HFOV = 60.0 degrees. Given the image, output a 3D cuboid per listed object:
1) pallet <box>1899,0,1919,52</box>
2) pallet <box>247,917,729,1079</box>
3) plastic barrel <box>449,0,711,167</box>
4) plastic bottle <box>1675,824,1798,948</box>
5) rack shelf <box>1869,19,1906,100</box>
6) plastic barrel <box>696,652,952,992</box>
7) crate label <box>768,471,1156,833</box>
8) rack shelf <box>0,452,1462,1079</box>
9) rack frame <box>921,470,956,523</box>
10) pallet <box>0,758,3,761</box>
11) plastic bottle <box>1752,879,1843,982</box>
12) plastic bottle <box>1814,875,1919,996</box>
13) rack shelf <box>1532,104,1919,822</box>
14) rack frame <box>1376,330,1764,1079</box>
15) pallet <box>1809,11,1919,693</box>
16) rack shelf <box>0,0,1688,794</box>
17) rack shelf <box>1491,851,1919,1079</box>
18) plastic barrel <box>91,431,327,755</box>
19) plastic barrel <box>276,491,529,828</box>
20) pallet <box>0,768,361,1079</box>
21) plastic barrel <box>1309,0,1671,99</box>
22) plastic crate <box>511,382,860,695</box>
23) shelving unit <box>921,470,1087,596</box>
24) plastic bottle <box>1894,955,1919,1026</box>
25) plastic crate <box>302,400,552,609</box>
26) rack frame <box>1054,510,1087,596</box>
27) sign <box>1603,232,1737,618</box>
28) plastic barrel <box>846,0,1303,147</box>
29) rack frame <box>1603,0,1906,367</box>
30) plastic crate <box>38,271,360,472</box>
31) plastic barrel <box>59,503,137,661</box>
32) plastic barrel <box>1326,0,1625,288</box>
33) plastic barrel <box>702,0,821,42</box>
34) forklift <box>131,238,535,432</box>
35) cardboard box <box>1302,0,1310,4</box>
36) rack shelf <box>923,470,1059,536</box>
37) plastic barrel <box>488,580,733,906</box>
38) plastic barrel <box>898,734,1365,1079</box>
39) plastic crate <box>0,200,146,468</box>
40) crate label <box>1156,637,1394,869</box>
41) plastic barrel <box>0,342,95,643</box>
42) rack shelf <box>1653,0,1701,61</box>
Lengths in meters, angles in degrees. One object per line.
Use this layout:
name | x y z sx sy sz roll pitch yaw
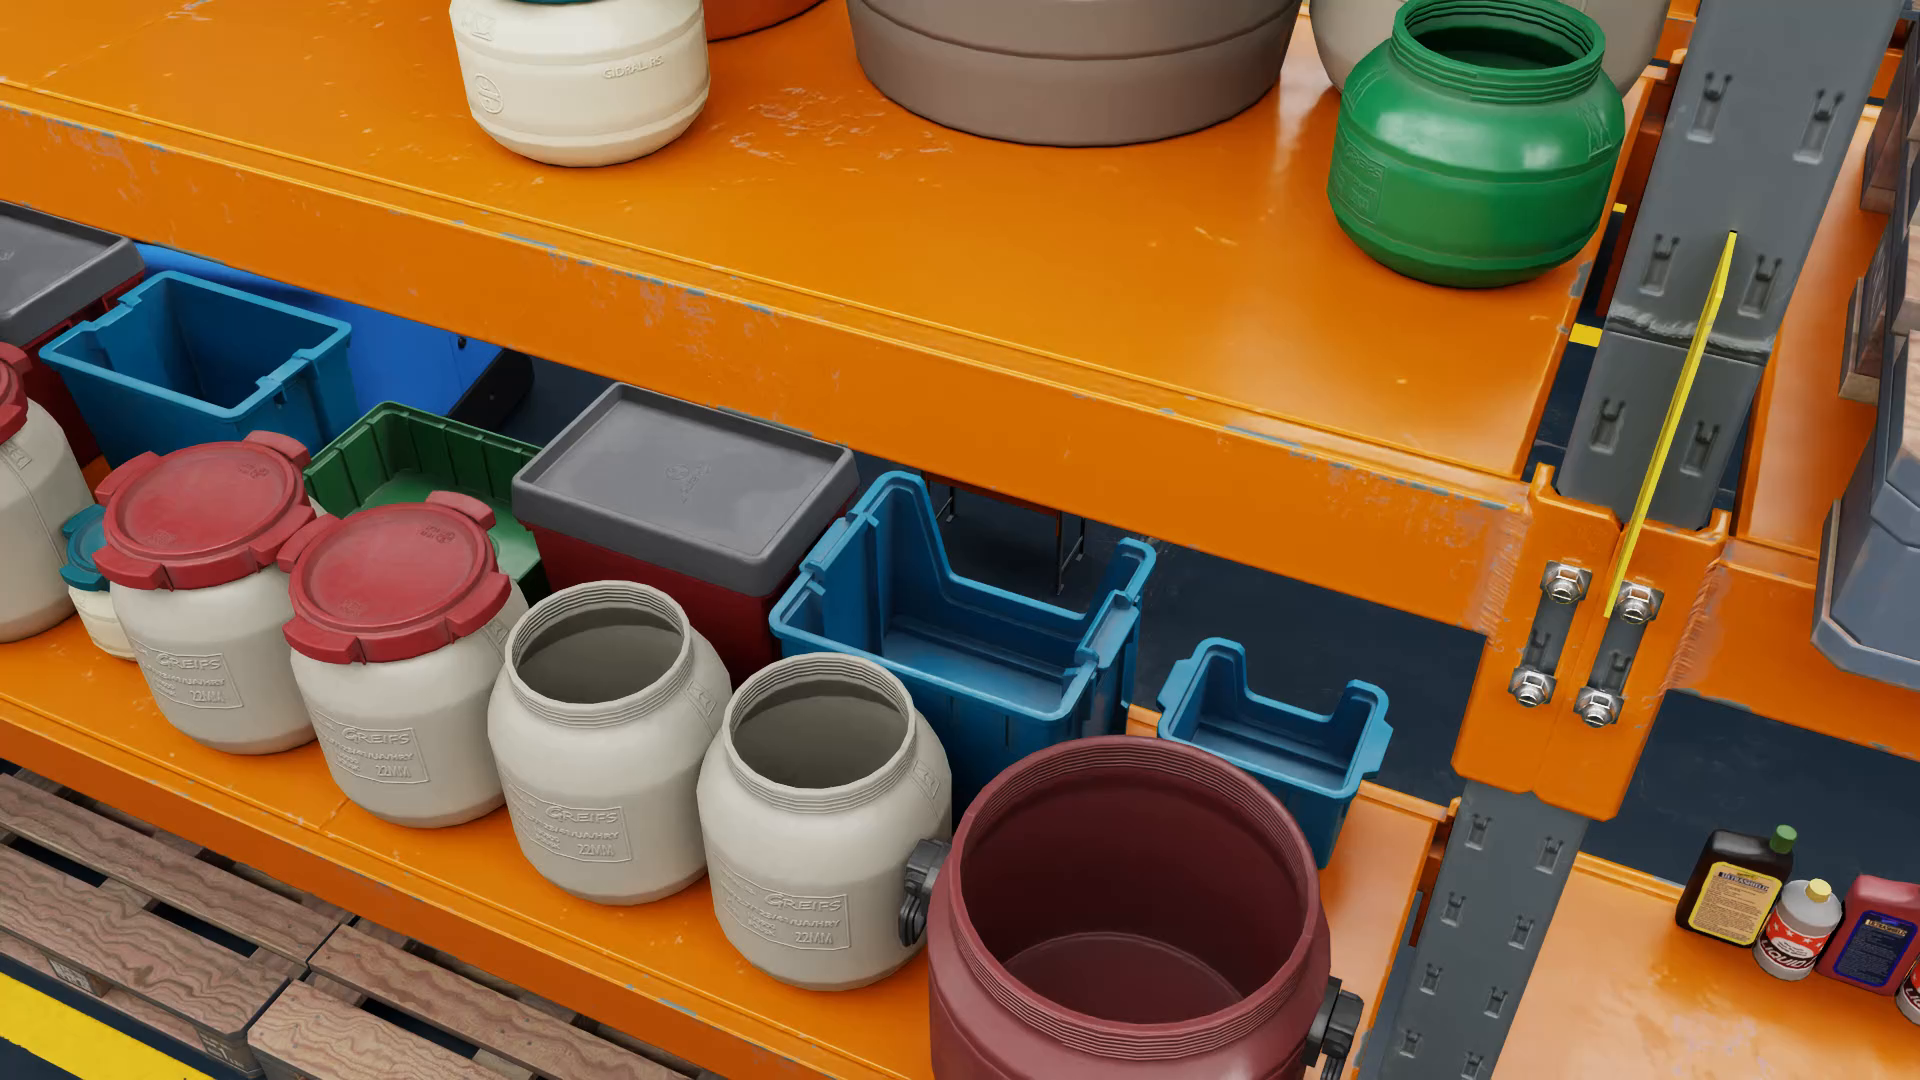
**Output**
pallet | 3.540 -2.039 5.959 1.003 0.211 1.213 17 44 19
pallet | -0.989 1.158 4.252 1.213 0.211 1.003 17 44 19
plastic barrel | -0.453 -0.614 1.983 0.301 0.262 0.301 0 41 0
plastic bottle | 1.345 0.584 2.875 0.133 0.283 0.061 17 44 19
rack shelf | 4.709 -1.432 5.662 4.000 0.370 1.077 17 44 19
plastic barrel | -0.224 0.481 2.820 0.421 0.512 0.421 0 41 0
crate label | 0.012 0.232 3.165 0.616 0.435 0.502 17 44 19
rack shelf | -1.014 0.399 3.549 4.000 0.370 1.077 17 44 19
rack frame | -0.071 -0.475 5.382 0.015 1.200 0.240 17 44 19
pallet | -3.418 0.416 5.109 1.213 0.211 1.003 17 44 19
plastic bottle | 1.442 0.658 2.853 0.097 0.201 0.097 0 41 0
plastic bottle | 1.554 0.648 2.802 0.133 0.283 0.061 17 44 19
rack shelf | 2.611 0.373 1.288 4.000 0.370 1.077 17 44 19
rack frame | 0.798 0.681 2.674 0.127 3.000 1.000 17 44 19
pallet | 1.450 -0.111 1.442 1.213 0.211 1.003 17 44 19
rack shelf | -1.014 -0.734 2.566 4.000 0.370 1.077 17 44 19
rack shelf | 2.611 1.507 2.271 4.000 0.370 1.077 17 44 19
plastic barrel | -1.387 0.120 3.217 0.433 0.535 0.433 0 41 0
plastic barrel | -0.995 0.240 3.079 0.433 0.535 0.433 0 41 0
pallet | -2.098 0.821 4.641 1.213 0.211 1.003 17 44 19
plastic barrel | 0.646 -0.763 1.964 0.421 0.512 0.421 0 41 0
plastic crate | -0.537 0.028 3.379 0.583 0.464 0.402 17 44 19
shelving unit | 0.150 -0.408 5.304 0.503 1.200 0.258 17 44 19
plastic bottle | 1.651 0.722 2.779 0.097 0.201 0.097 0 41 0
plastic crate | -1.129 -0.032 3.658 0.662 0.188 0.450 17 44 19
rack frame | 0.371 -0.340 5.226 0.015 1.200 0.240 17 44 19
sign | 0.572 -0.084 1.347 0.005 0.325 0.100 17 44 19
plastic barrel | 0.146 -0.998 1.938 0.600 0.901 0.600 0 41 0
rack frame | 0.798 -1.586 0.709 0.127 3.000 1.000 17 44 19
plastic crate | -1.695 -0.300 3.818 0.575 0.384 0.392 17 44 19
plastic barrel | -1.692 0.083 3.469 0.301 0.262 0.301 0 41 0
plastic barrel | 0.553 -0.432 1.786 0.294 0.245 0.294 0 41 0
plastic barrel | -0.447 -1.152 2.171 0.708 0.830 0.600 17 44 19
forklift | -3.198 -1.646 5.411 3.031 2.935 1.130 10 42 12
cardboard box | 1.605 -2.192 7.339 0.500 0.311 0.500 16 43 17
rack shelf | 0.150 -0.207 5.478 0.480 0.148 0.258 17 44 19
plastic barrel | -0.606 0.364 2.954 0.421 0.512 0.421 0 41 0
plastic barrel | 0.250 0.681 2.570 0.708 0.536 0.600 17 44 19
plastic crate | -2.258 -0.498 3.986 0.583 0.464 0.402 17 44 19
crate label | 0.575 0.405 3.120 0.416 0.233 0.303 17 44 19
plastic barrel | -2.052 -0.083 3.452 0.433 0.535 0.433 0 41 0
rack shelf | 1.084 -2.540 6.940 4.000 0.370 1.077 17 44 19
